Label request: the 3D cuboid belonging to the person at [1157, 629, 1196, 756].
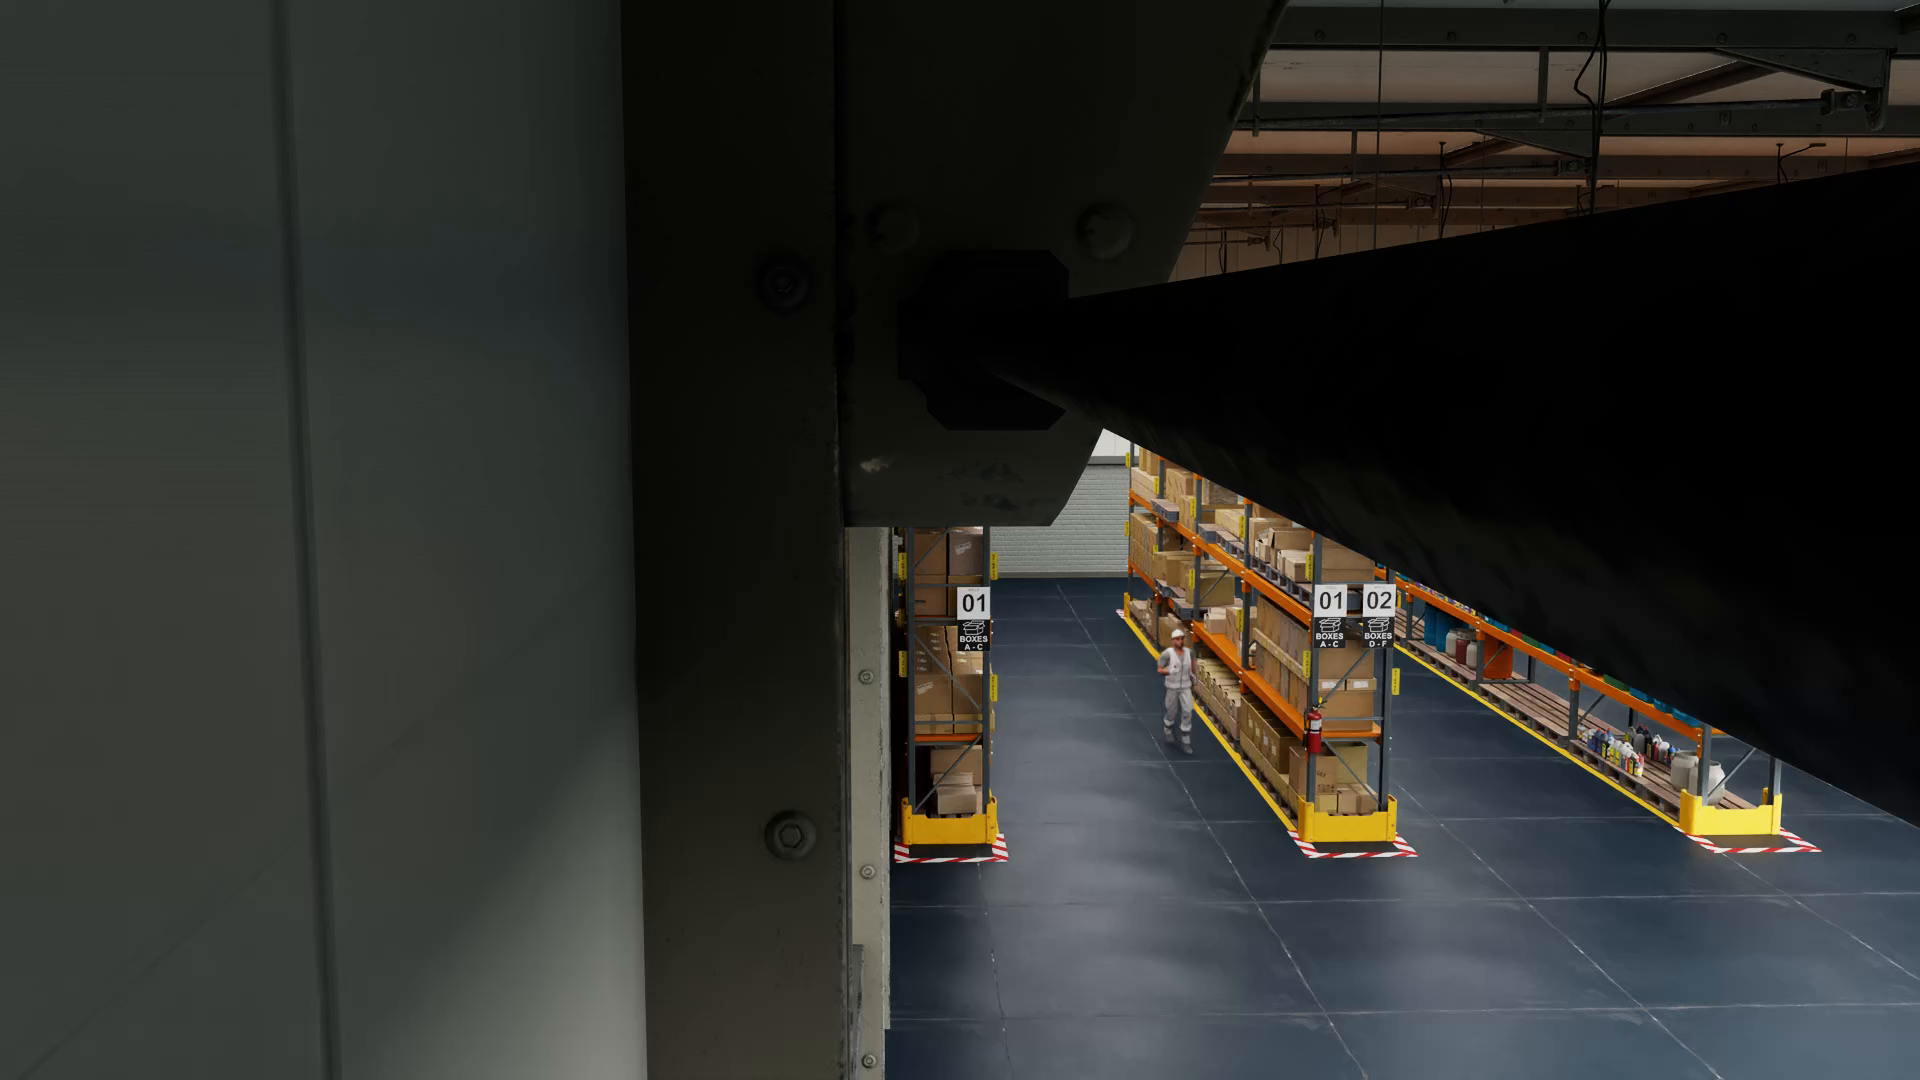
[{"bbox_3d":[3.258,2.244,24.894,0.643,1.829,0.825,-1,7,-9],"label":"person"}]
